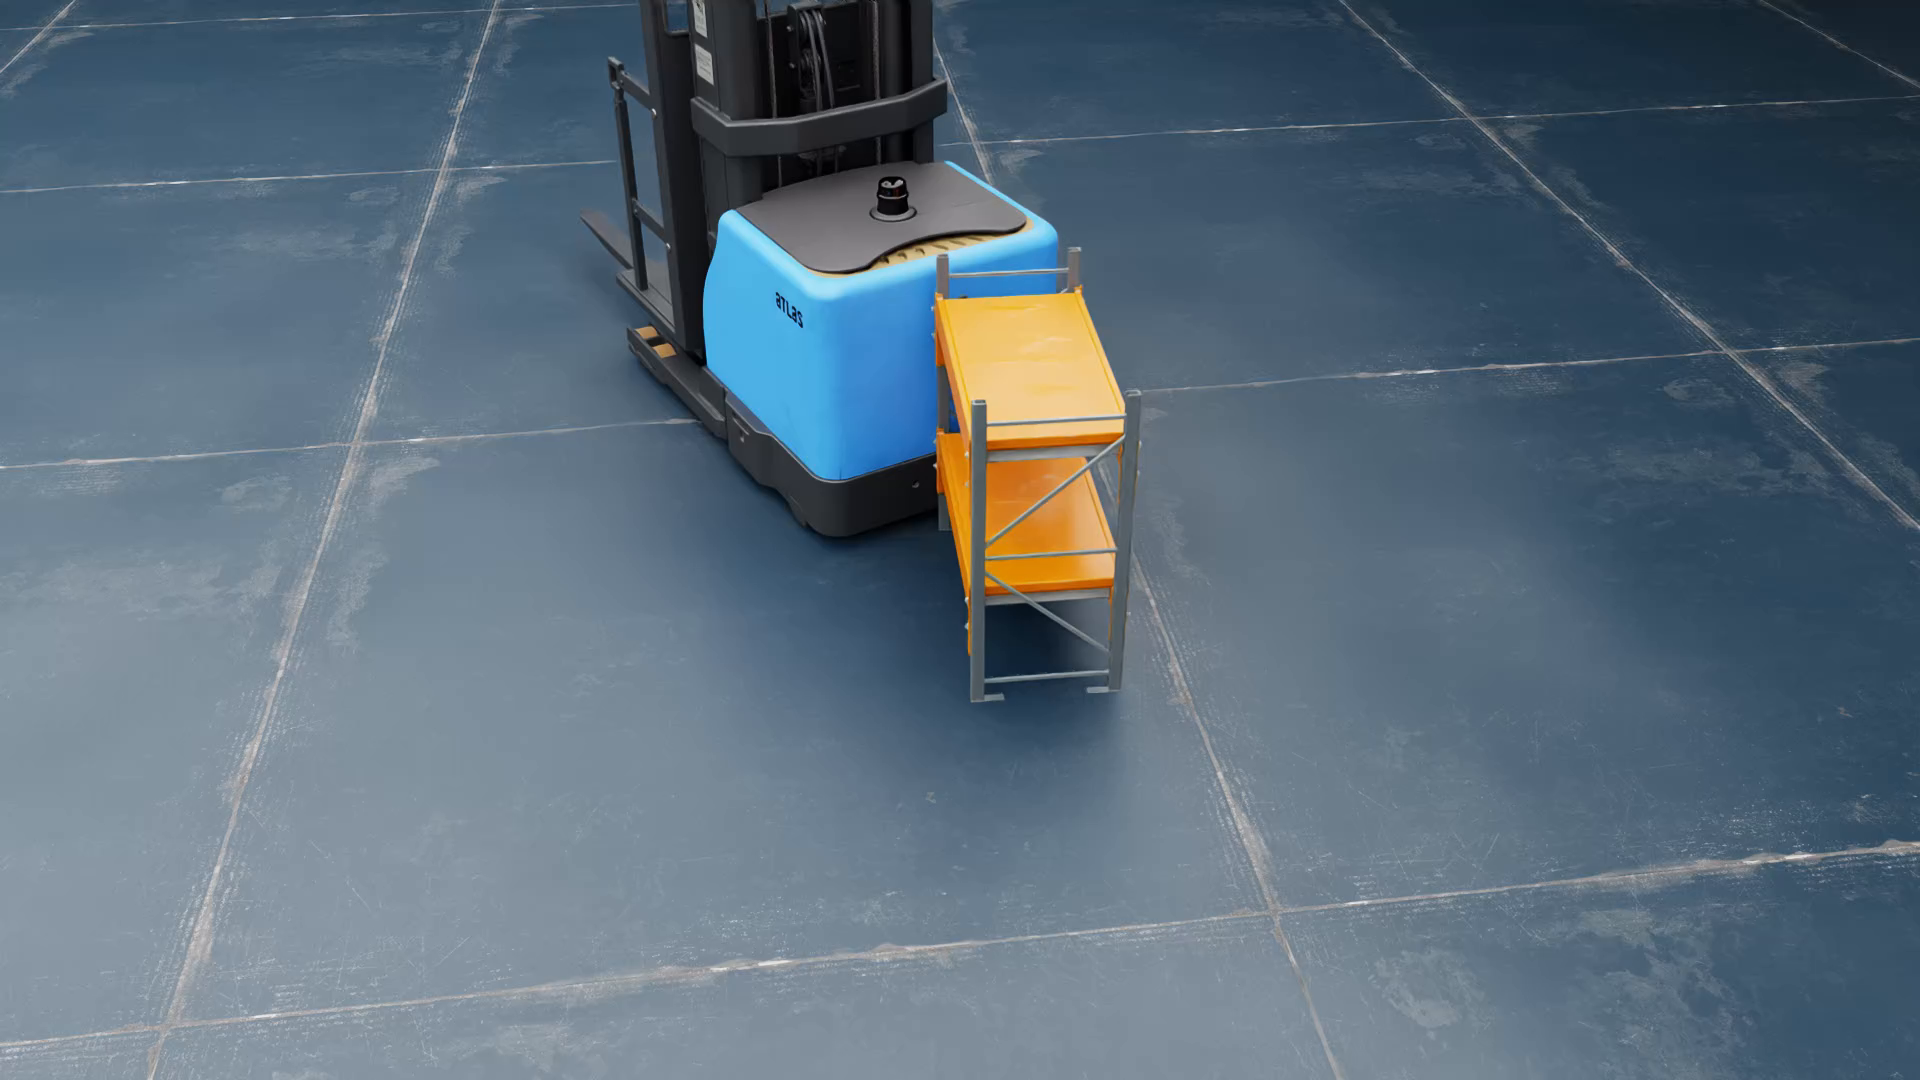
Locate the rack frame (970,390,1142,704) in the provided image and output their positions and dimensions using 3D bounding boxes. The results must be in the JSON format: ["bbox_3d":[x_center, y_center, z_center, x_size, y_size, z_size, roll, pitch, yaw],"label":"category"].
[{"bbox_3d":[0.283,0.047,5.181,0.500,1.125,0.032,-4,34,-5],"label":"rack frame"}]

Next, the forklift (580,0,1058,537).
[{"bbox_3d":[-0.818,-2.022,6.614,1.130,2.935,3.031,-19,38,-25],"label":"forklift"}]

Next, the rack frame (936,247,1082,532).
[{"bbox_3d":[0.167,-0.521,6.016,0.500,1.125,0.032,-4,34,-5],"label":"rack frame"}]

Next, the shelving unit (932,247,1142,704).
[{"bbox_3d":[0.225,-0.237,5.599,0.538,1.125,1.048,-4,34,-5],"label":"shelving unit"}]

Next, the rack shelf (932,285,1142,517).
[{"bbox_3d":[0.225,-0.479,5.434,0.538,0.278,1.000,-4,34,-5],"label":"rack shelf"}]

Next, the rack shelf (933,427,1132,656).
[{"bbox_3d":[0.225,-0.035,5.737,0.538,0.278,1.000,-4,34,-5],"label":"rack shelf"}]
